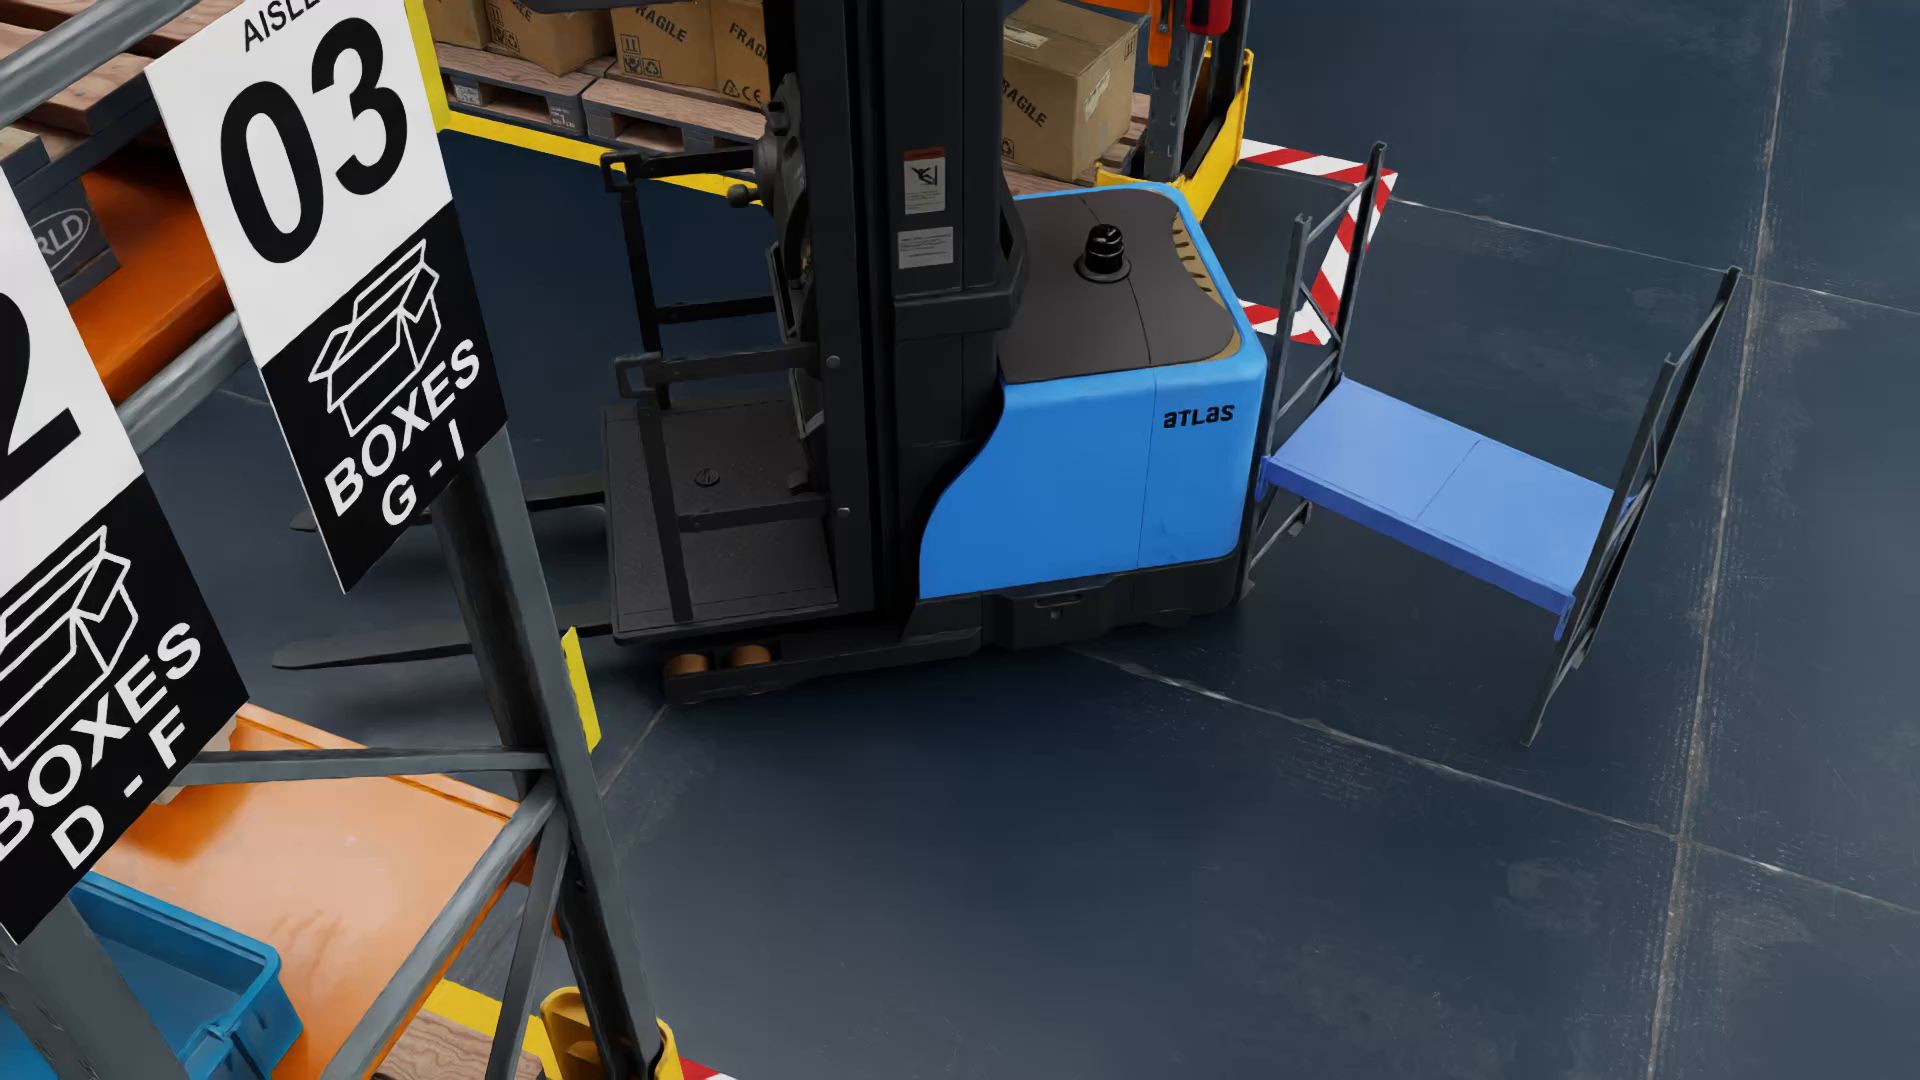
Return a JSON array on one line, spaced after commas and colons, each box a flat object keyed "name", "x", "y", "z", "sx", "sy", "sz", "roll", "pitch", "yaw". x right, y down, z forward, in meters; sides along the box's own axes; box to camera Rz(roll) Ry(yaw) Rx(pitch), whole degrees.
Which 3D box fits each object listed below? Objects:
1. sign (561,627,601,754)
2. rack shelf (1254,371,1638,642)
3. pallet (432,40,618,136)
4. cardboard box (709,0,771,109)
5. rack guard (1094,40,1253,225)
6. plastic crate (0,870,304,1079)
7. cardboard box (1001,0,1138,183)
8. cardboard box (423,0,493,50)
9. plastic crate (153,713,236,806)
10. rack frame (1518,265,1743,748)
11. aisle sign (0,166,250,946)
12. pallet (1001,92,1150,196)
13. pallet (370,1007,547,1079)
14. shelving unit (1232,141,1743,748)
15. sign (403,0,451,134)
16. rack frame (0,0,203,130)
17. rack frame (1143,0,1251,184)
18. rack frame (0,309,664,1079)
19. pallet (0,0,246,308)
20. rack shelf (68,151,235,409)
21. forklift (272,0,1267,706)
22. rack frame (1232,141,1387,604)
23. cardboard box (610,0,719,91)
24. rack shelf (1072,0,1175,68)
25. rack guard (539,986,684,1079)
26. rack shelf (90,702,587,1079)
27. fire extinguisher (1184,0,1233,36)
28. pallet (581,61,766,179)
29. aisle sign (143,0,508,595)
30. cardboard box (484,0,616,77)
[{"name": "sign", "x": -0.725, "y": 0.304, "z": 3.121, "sx": 0.005, "sy": 0.325, "sz": 0.100, "roll": 16, "pitch": 47, "yaw": 16}, {"name": "rack shelf", "x": 1.472, "y": -0.127, "z": 5.069, "sx": 1.000, "sy": 0.185, "sz": 0.538, "roll": 28, "pitch": 51, "yaw": 25}, {"name": "pallet", "x": -2.093, "y": -2.403, "z": 8.015, "sx": 1.213, "sy": 0.211, "sz": 1.003, "roll": 16, "pitch": 47, "yaw": 16}, {"name": "cardboard box", "x": -0.740, "y": -2.230, "z": 7.339, "sx": 0.500, "sy": 0.500, "sz": 0.500, "roll": 21, "pitch": 48, "yaw": 19}, {"name": "rack guard", "x": 0.895, "y": -1.599, "z": 7.003, "sx": 0.348, "sy": 0.500, "sz": 1.175, "roll": 16, "pitch": 47, "yaw": 16}, {"name": "plastic crate", "x": -1.518, "y": 0.871, "z": 2.853, "sx": 0.616, "sy": 0.251, "sz": 0.499, "roll": 16, "pitch": 47, "yaw": 16}, {"name": "cardboard box", "x": 0.396, "y": -1.908, "z": 7.015, "sx": 0.500, "sy": 0.500, "sz": 0.500, "roll": 25, "pitch": 50, "yaw": 23}, {"name": "cardboard box", "x": -2.372, "y": -2.679, "z": 7.790, "sx": 0.500, "sy": 0.500, "sz": 0.500, "roll": 15, "pitch": 47, "yaw": 15}, {"name": "plastic crate", "x": -1.643, "y": 0.401, "z": 3.408, "sx": 0.250, "sy": 0.136, "sz": 0.298, "roll": 16, "pitch": 47, "yaw": 16}, {"name": "rack frame", "x": 1.880, "y": -0.040, "z": 4.727, "sx": 0.032, "sy": 1.500, "sz": 0.500, "roll": 28, "pitch": 51, "yaw": 25}, {"name": "aisle sign", "x": -0.989, "y": 0.051, "z": 1.729, "sx": 0.004, "sy": 0.787, "sz": 0.394, "roll": 16, "pitch": 47, "yaw": 16}, {"name": "pallet", "x": 0.159, "y": -1.740, "z": 7.350, "sx": 1.213, "sy": 0.211, "sz": 1.003, "roll": 16, "pitch": 47, "yaw": 16}, {"name": "pallet", "x": -1.777, "y": 1.534, "z": 4.059, "sx": 1.213, "sy": 0.211, "sz": 1.003, "roll": 16, "pitch": 47, "yaw": 16}, {"name": "shelving unit", "x": 1.472, "y": -0.254, "z": 4.942, "sx": 1.048, "sy": 1.500, "sz": 0.538, "roll": 28, "pitch": 51, "yaw": 25}, {"name": "sign", "x": -0.725, "y": -0.664, "z": 2.158, "sx": 0.005, "sy": 0.325, "sz": 0.100, "roll": 16, "pitch": 47, "yaw": 16}, {"name": "rack frame", "x": -0.941, "y": -1.367, "z": 0.744, "sx": 0.127, "sy": 3.000, "sz": 1.000, "roll": 16, "pitch": 47, "yaw": 16}, {"name": "rack frame", "x": 0.966, "y": -2.465, "z": 6.100, "sx": 0.127, "sy": 3.000, "sz": 1.000, "roll": 16, "pitch": 47, "yaw": 16}, {"name": "rack frame", "x": -0.941, "y": 0.760, "z": 2.860, "sx": 0.127, "sy": 3.000, "sz": 1.000, "roll": 16, "pitch": 47, "yaw": 16}, {"name": "pallet", "x": -1.667, "y": -0.525, "z": 2.158, "sx": 1.213, "sy": 0.211, "sz": 1.003, "roll": 16, "pitch": 47, "yaw": 16}, {"name": "rack shelf", "x": -2.787, "y": -0.592, "z": 2.602, "sx": 4.000, "sy": 0.370, "sz": 1.077, "roll": 16, "pitch": 47, "yaw": 16}, {"name": "forklift", "x": -0.666, "y": -0.929, "z": 4.606, "sx": 3.031, "sy": 2.935, "sz": 1.130, "roll": -8, "pitch": 45, "yaw": -8}, {"name": "rack frame", "x": 1.064, "y": -0.468, "z": 5.157, "sx": 0.032, "sy": 1.500, "sz": 0.500, "roll": 28, "pitch": 51, "yaw": 25}, {"name": "cardboard box", "x": -1.238, "y": -2.411, "z": 7.521, "sx": 0.500, "sy": 0.500, "sz": 0.500, "roll": 13, "pitch": 46, "yaw": 12}, {"name": "rack shelf", "x": -0.880, "y": -2.753, "z": 6.900, "sx": 4.000, "sy": 0.370, "sz": 1.077, "roll": 16, "pitch": 47, "yaw": 16}, {"name": "rack guard", "x": -1.030, "y": 1.656, "z": 3.732, "sx": 0.348, "sy": 0.500, "sz": 1.175, "roll": 16, "pitch": 47, "yaw": 16}, {"name": "rack shelf", "x": -2.787, "y": 0.471, "z": 3.660, "sx": 4.000, "sy": 0.370, "sz": 1.077, "roll": 16, "pitch": 47, "yaw": 16}, {"name": "fire extinguisher", "x": 0.894, "y": -2.106, "z": 5.795, "sx": 0.183, "sy": 0.674, "sz": 0.296, "roll": 16, "pitch": 47, "yaw": 16}, {"name": "pallet", "x": -0.963, "y": -2.073, "z": 7.684, "sx": 1.213, "sy": 0.211, "sz": 1.003, "roll": 16, "pitch": 47, "yaw": 16}, {"name": "aisle sign", "x": -0.762, "y": -0.333, "z": 2.115, "sx": 0.004, "sy": 0.787, "sz": 0.394, "roll": 16, "pitch": 47, "yaw": 16}, {"name": "cardboard box", "x": -1.841, "y": -2.528, "z": 7.639, "sx": 0.500, "sy": 0.500, "sz": 0.500, "roll": 32, "pitch": 53, "yaw": 28}]
